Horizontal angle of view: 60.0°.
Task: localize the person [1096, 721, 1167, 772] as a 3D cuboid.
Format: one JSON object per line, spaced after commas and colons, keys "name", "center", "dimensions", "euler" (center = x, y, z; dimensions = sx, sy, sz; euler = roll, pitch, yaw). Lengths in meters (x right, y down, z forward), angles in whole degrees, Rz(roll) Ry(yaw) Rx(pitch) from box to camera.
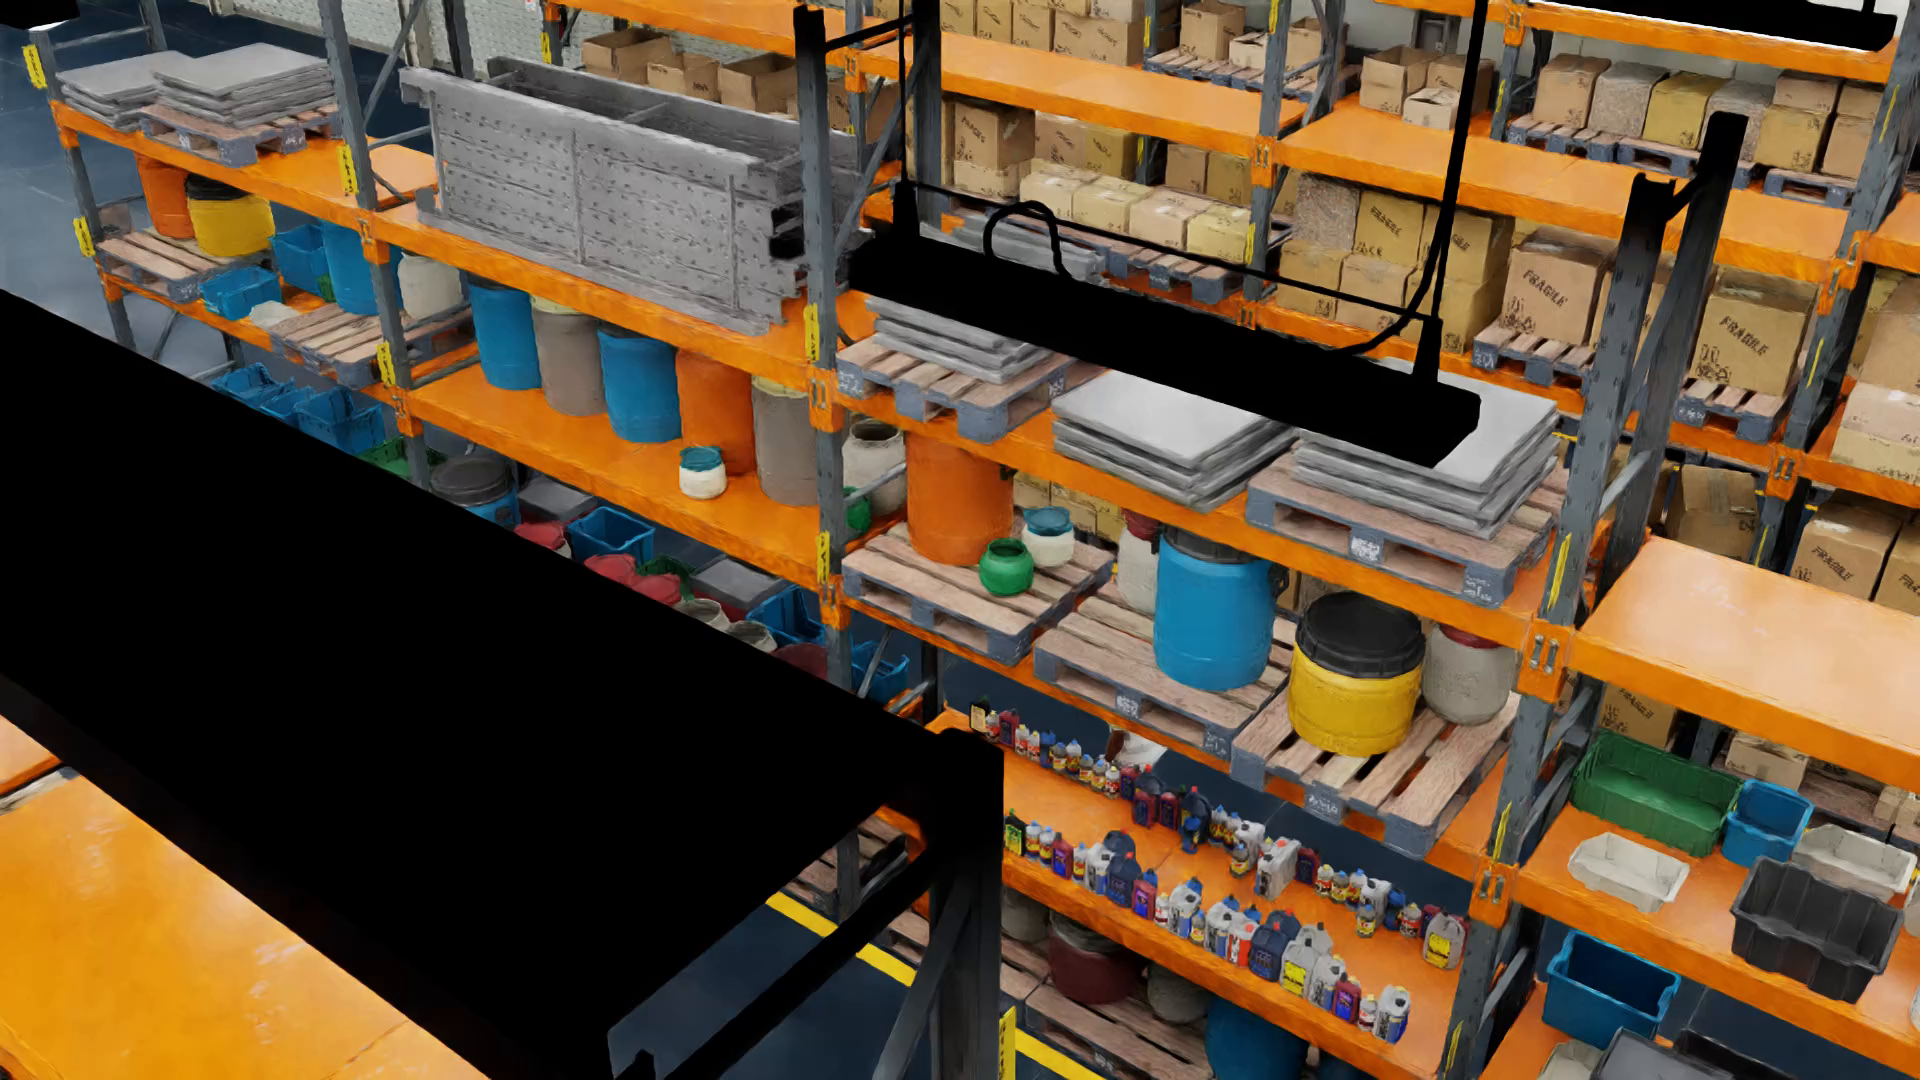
{"name": "person", "center": [1.191, 1.410, 11.324], "dimensions": [0.549, 1.735, 0.702], "euler": [21, 37, 30]}
